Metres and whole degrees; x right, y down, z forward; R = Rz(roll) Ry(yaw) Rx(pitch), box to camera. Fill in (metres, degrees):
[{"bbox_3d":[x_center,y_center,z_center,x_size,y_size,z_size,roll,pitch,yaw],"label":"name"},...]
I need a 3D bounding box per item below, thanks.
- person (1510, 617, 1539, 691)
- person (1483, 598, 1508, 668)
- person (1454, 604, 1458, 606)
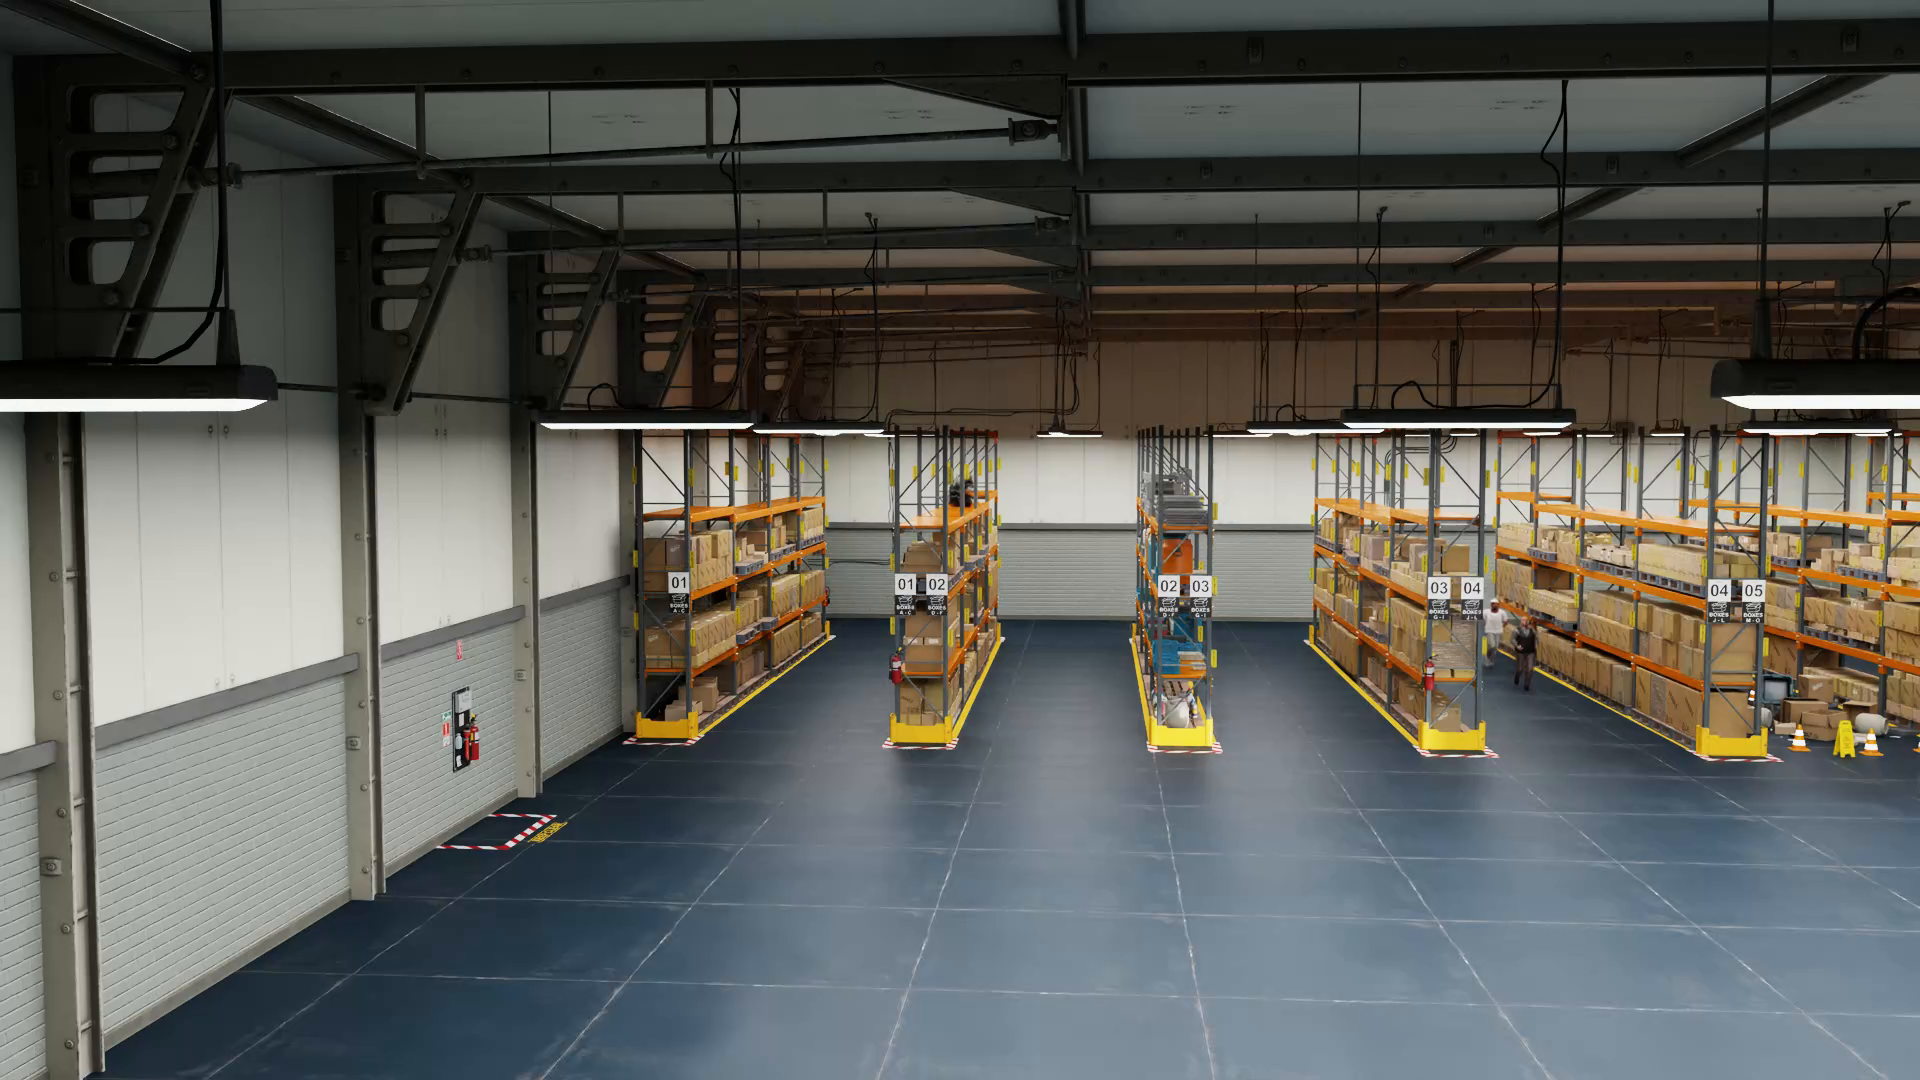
[{"bbox_3d":[12.958,2.593,38.136,0.663,1.676,0.672,0,3,5],"label":"person"},{"bbox_3d":[13.417,2.347,41.732,0.668,1.767,0.679,0,3,4],"label":"person"},{"bbox_3d":[13.662,2.121,46.703,0.688,1.588,0.544,2,4,35],"label":"person"}]
